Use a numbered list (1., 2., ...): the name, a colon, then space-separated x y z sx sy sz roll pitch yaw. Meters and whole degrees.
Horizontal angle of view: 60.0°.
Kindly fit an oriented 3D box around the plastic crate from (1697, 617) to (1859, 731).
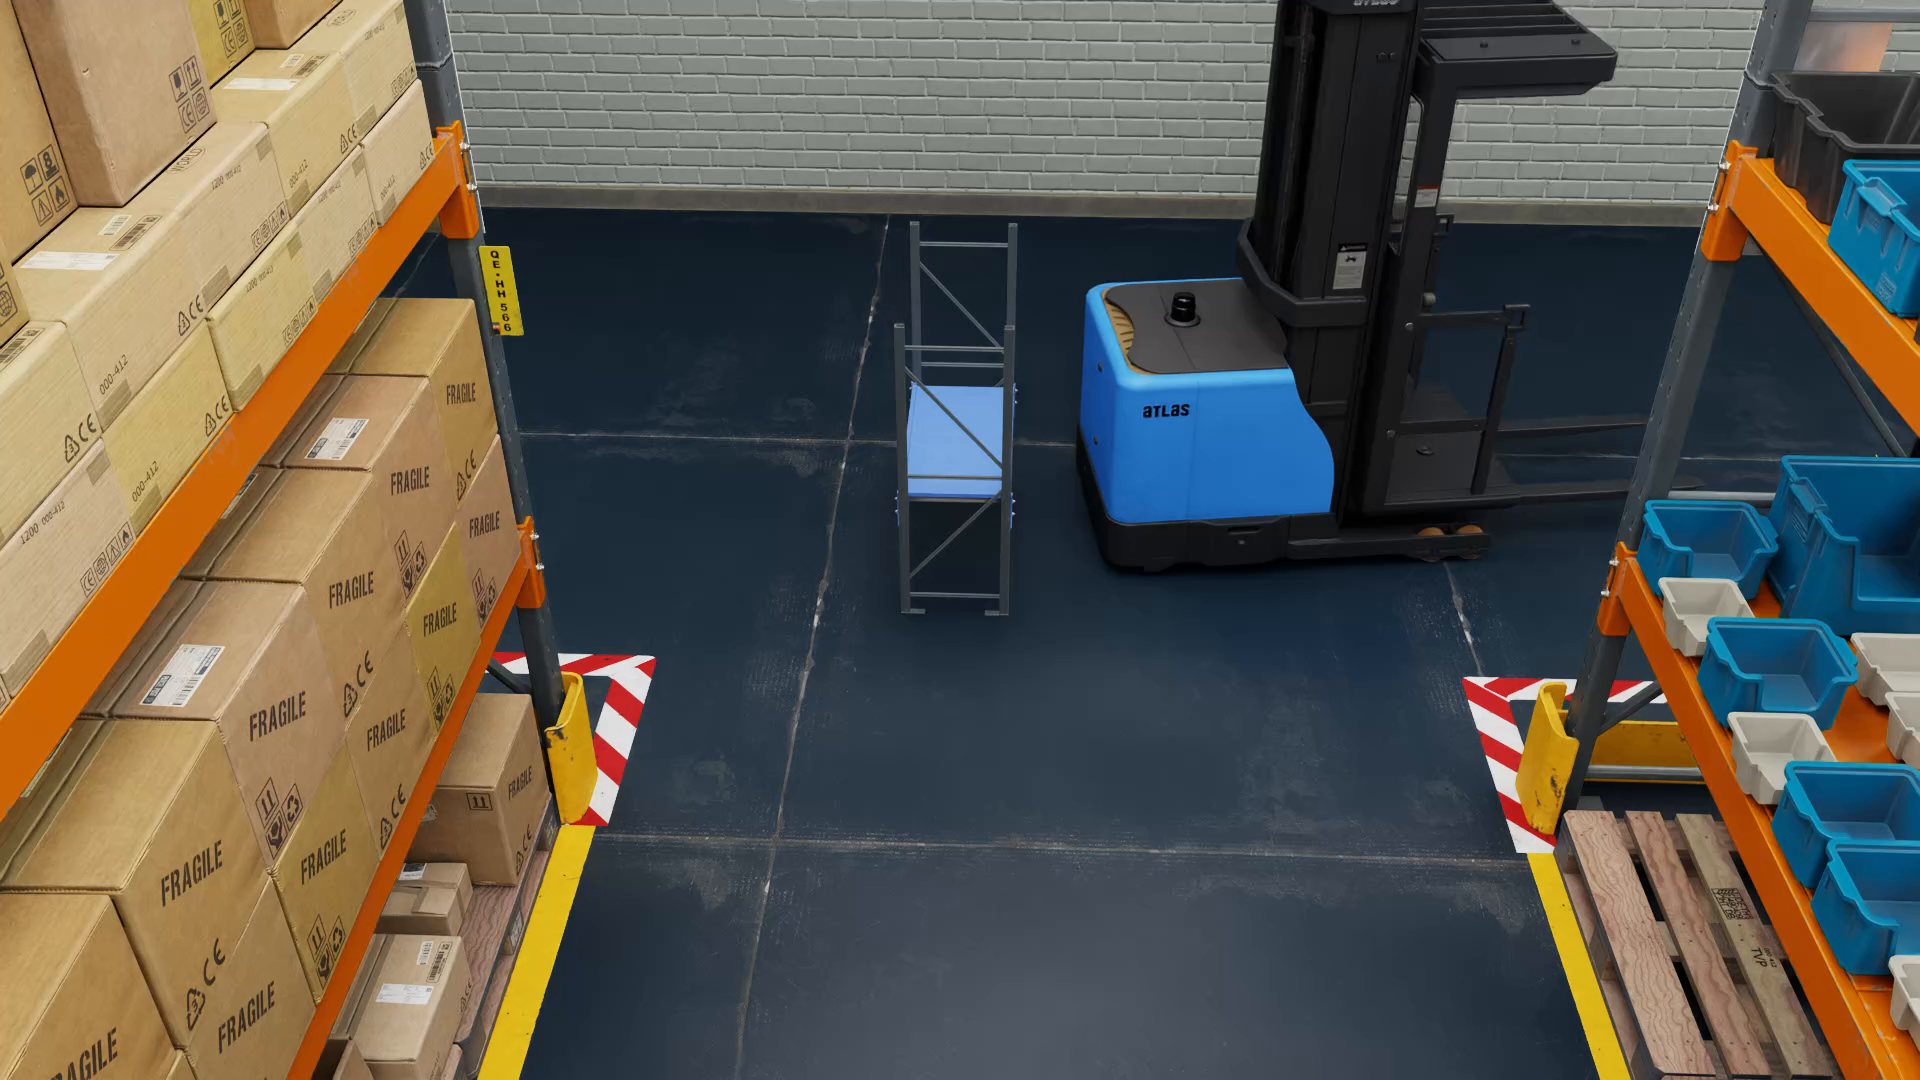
1. plastic crate: 2.504 0.424 5.131 0.416 0.233 0.300 1 35 2

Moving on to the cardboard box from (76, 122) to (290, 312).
1. cardboard box: -1.890 -0.744 3.786 0.500 0.250 0.500 1 35 2

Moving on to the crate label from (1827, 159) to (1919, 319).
1. crate label: 2.509 -0.776 4.266 0.408 0.251 0.502 1 35 2

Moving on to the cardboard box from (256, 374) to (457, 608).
1. cardboard box: -1.843 -0.146 4.893 0.500 0.500 0.500 2 35 3

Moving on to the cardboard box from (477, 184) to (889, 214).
1. cardboard box: -3.488 -3.543 10.595 6.002 3.100 0.262 2 35 2

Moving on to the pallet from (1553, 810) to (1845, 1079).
1. pallet: 2.797 1.482 5.958 1.003 0.211 1.213 1 35 2

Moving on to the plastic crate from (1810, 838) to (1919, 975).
1. plastic crate: 2.465 0.975 4.347 0.416 0.233 0.300 1 35 2

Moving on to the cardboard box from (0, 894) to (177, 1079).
1. cardboard box: -1.921 1.039 3.207 0.500 0.500 0.500 0 35 0

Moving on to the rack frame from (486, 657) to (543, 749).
1. rack frame: -2.084 -0.249 5.995 0.949 2.616 0.053 1 35 2

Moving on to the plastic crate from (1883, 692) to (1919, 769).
1. plastic crate: 2.991 0.590 4.979 0.396 0.136 0.243 1 35 2

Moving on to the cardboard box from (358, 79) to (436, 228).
1. cardboard box: -1.838 -1.113 4.747 0.500 0.250 0.500 1 35 2

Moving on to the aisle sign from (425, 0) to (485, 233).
1. aisle sign: -1.772 -1.344 5.293 0.394 0.787 0.004 1 35 2

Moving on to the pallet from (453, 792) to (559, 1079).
1. pallet: -2.114 1.394 6.083 1.003 0.211 1.213 1 35 2

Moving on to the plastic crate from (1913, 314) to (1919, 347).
1. plastic crate: 2.533 -0.463 3.745 0.504 0.338 0.767 1 35 2

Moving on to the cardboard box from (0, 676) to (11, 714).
1. cardboard box: -1.950 0.323 2.704 0.500 0.250 0.500 1 35 2

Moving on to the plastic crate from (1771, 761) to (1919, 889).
1. plastic crate: 2.477 0.803 4.593 0.416 0.233 0.300 1 35 2

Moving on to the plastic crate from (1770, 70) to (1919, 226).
1. plastic crate: 2.575 -1.091 4.699 0.497 0.269 0.590 1 35 2

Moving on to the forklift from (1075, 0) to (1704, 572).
1. forklift: 2.155 -1.394 7.685 3.031 2.935 1.130 -3 35 -5

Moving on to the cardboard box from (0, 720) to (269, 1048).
1. cardboard box: -1.900 0.744 3.627 0.500 0.500 0.500 0 35 0

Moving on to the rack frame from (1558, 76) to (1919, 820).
1. rack frame: 2.869 -0.132 5.829 1.000 3.000 0.127 1 35 2

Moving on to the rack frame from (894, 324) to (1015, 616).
1. rack frame: -0.024 -0.273 7.333 0.500 1.500 0.032 1 35 2

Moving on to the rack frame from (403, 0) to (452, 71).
1. rack frame: -2.080 -2.703 4.270 1.000 3.000 0.127 1 35 2

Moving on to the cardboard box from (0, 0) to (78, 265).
1. cardboard box: -2.216 -0.770 3.172 0.700 0.500 0.500 1 35 2

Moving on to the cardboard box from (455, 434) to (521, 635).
1. cardboard box: -1.826 -0.026 5.591 0.500 0.500 0.500 2 35 3

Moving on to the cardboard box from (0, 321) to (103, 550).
1. cardboard box: -1.923 -0.169 2.968 0.500 0.250 0.500 1 35 2

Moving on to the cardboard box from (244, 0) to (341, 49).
1. cardboard box: -2.085 -1.630 4.396 0.700 0.500 0.500 1 35 2

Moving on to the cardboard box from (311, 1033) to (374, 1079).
1. cardboard box: -2.171 1.811 4.852 0.797 0.503 0.637 1 35 2

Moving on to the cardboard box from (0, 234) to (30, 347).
1. cardboard box: -2.084 -0.479 2.758 0.700 0.500 0.500 1 35 2

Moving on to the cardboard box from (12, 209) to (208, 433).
1. cardboard box: -1.903 -0.456 3.377 0.500 0.250 0.500 1 35 2

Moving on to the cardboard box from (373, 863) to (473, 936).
1. cardboard box: -1.962 1.279 5.903 0.380 0.166 0.250 1 35 2

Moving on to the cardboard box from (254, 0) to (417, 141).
1. cardboard box: -1.846 -1.318 4.604 0.500 0.250 0.500 1 35 2

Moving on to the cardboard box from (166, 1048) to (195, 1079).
1. cardboard box: -2.147 0.693 4.568 1.079 0.500 3.026 2 35 3

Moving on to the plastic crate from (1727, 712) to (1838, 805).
1. plastic crate: 2.407 0.658 4.883 0.250 0.136 0.298 1 35 2

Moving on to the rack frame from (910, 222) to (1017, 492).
1. rack frame: 0.017 -0.857 8.165 0.500 1.500 0.032 1 35 2

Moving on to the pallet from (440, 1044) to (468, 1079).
1. pallet: -2.166 2.093 5.088 1.003 0.211 1.213 1 35 2

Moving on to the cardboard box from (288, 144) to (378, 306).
1. cardboard box: -1.869 -0.826 4.339 0.500 0.250 0.500 1 35 2

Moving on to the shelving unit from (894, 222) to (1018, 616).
1. shelving unit: -0.003 -0.565 7.749 0.538 1.500 1.048 1 35 2

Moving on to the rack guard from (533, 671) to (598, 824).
1. rack guard: -2.083 0.818 6.652 1.175 0.500 0.348 1 35 2

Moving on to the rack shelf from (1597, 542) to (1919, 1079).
1. rack shelf: 2.789 1.311 4.401 1.077 0.370 4.000 1 35 2

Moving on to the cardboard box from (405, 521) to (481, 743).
1. cardboard box: -1.844 0.272 5.167 0.500 0.500 0.500 2 35 2

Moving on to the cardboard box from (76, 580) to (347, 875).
1. cardboard box: -1.880 0.447 4.049 0.500 0.500 0.500 2 35 3

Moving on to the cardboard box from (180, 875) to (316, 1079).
1. cardboard box: -1.909 1.140 3.932 0.500 0.500 0.500 1 35 2

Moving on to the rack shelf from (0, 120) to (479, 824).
1. rack shelf: -2.161 -0.032 3.704 1.077 0.370 4.000 1 35 2

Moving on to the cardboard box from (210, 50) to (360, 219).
1. cardboard box: -1.866 -1.031 4.195 0.500 0.250 0.500 1 35 2

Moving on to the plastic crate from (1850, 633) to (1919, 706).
1. plastic crate: 3.017 0.424 5.215 0.396 0.136 0.243 1 35 2

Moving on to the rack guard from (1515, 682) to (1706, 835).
1. rack guard: 2.857 0.877 6.568 1.175 0.500 0.348 1 35 2

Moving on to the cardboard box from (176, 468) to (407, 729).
1. cardboard box: -1.859 0.152 4.469 0.500 0.500 0.500 2 35 3

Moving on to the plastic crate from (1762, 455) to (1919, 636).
1. plastic crate: 3.042 0.026 5.522 0.616 0.435 0.499 1 35 2

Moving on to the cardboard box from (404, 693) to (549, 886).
1. cardboard box: -1.856 0.912 6.135 0.500 0.500 0.500 1 35 2

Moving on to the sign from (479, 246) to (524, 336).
1. sign: -1.527 -0.827 5.537 0.100 0.325 0.005 1 35 2

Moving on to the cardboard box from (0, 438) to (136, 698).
1. cardboard box: -1.929 0.036 3.112 0.500 0.250 0.500 1 35 2

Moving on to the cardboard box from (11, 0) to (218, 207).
1. cardboard box: -2.102 -1.055 3.578 0.700 0.500 0.500 1 35 2

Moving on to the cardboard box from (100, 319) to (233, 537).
1. cardboard box: -1.912 -0.252 3.521 0.500 0.250 0.500 1 35 2

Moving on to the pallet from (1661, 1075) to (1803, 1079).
1. pallet: 2.745 2.181 4.963 1.003 0.211 1.213 1 35 2

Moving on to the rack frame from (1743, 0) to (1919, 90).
1. rack frame: 2.869 -2.587 4.104 1.000 3.000 0.127 1 35 2

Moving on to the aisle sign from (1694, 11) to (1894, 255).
1. aisle sign: 2.575 -1.244 5.150 0.394 0.787 0.004 1 35 2

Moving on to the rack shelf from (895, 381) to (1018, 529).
1. rack shelf: -0.003 -0.417 7.852 0.538 0.185 1.000 1 35 2
